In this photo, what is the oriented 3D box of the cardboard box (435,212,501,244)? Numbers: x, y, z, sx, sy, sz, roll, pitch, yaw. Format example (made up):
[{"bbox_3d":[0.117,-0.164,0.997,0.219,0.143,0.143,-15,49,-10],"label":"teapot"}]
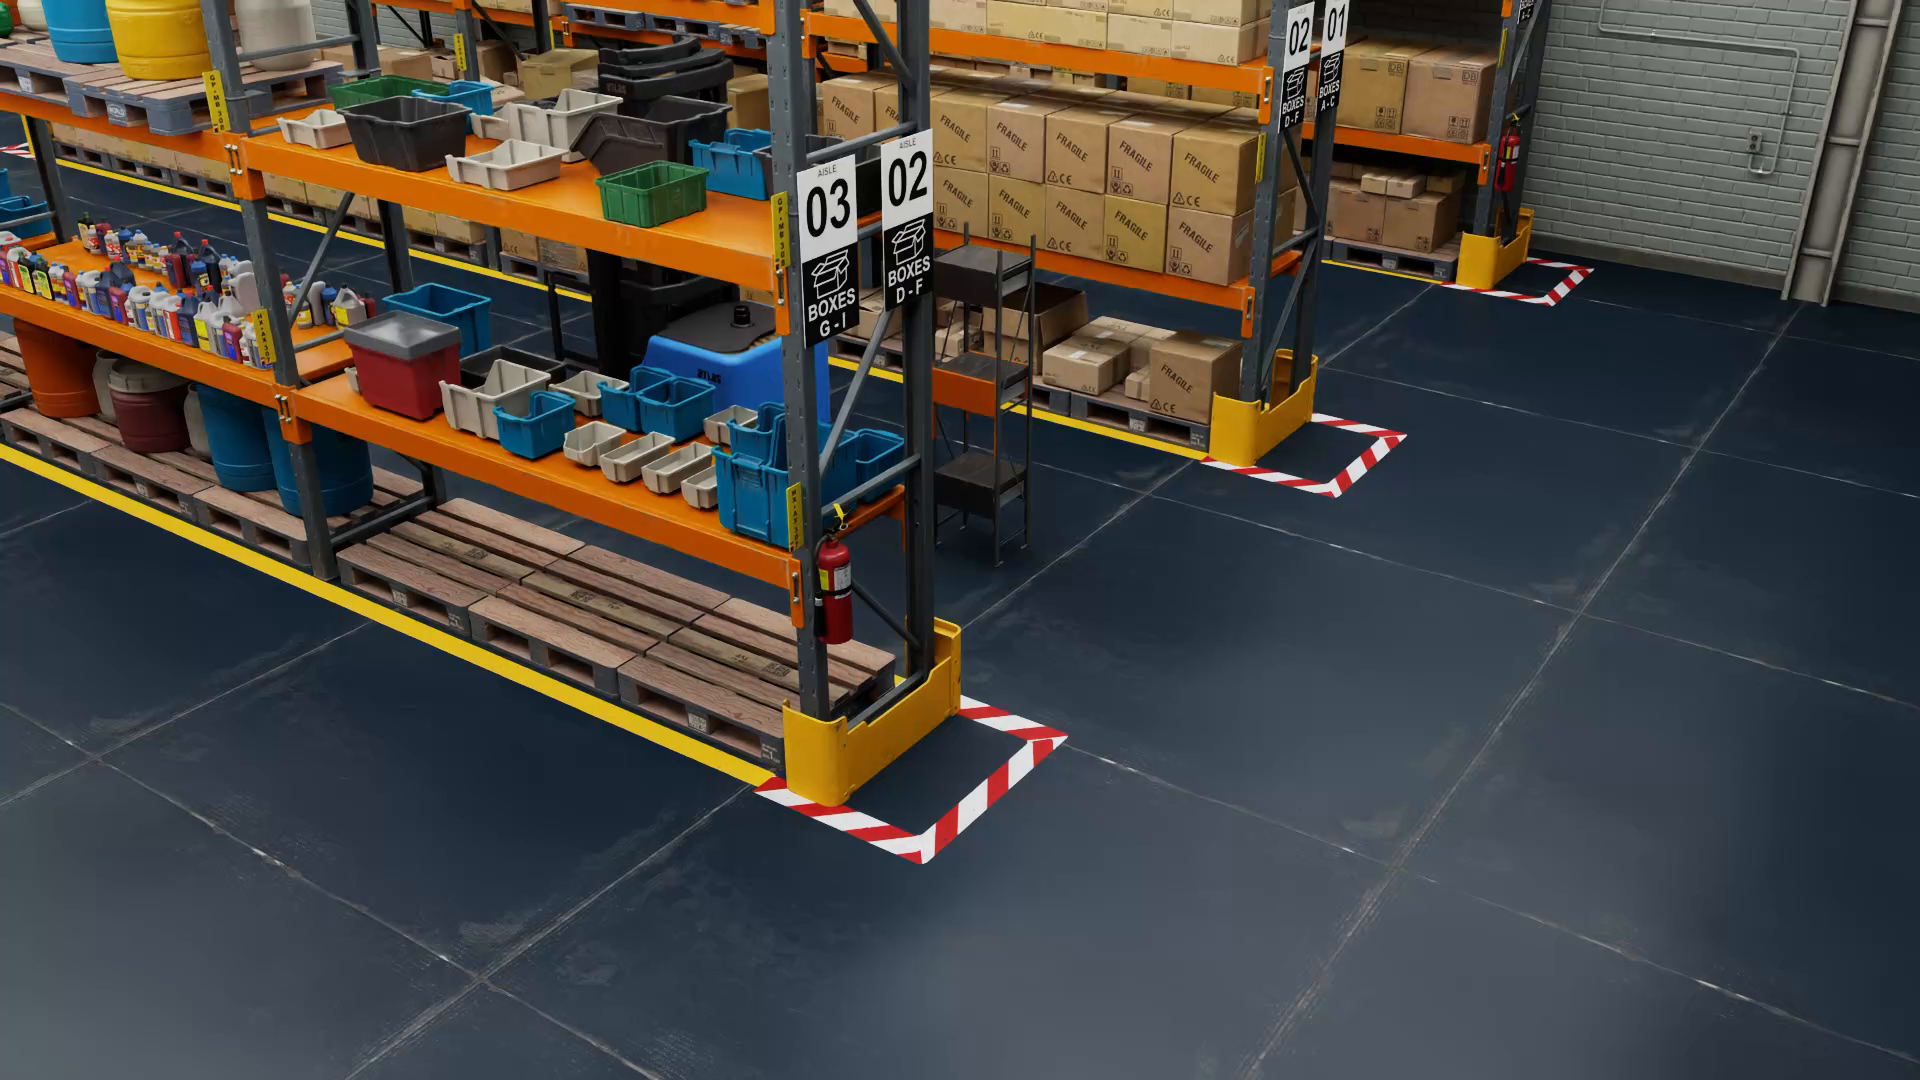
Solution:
[{"bbox_3d":[-4.828,-3.154,16.482,0.500,0.250,0.500,18,32,31],"label":"cardboard box"}]

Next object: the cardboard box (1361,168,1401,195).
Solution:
[{"bbox_3d":[4.086,-3.481,16.135,0.250,0.149,0.380,18,32,32],"label":"cardboard box"}]

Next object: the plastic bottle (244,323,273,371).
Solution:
[{"bbox_3d":[-4.274,-1.195,10.201,0.135,0.276,0.152,17,32,30],"label":"plastic bottle"}]

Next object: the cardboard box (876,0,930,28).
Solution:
[{"bbox_3d":[-0.288,-4.043,12.520,0.500,0.250,0.500,17,32,30],"label":"cardboard box"}]

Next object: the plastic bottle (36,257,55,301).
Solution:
[{"bbox_3d":[-6.234,-1.783,11.350,0.133,0.283,0.061,17,32,30],"label":"plastic bottle"}]

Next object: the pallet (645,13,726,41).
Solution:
[{"bbox_3d":[-3.109,-6.408,20.521,1.213,0.211,1.003,17,32,30],"label":"pallet"}]

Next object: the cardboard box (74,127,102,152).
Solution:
[{"bbox_3d":[-10.120,-4.816,19.749,0.500,0.250,0.500,17,32,30],"label":"cardboard box"}]

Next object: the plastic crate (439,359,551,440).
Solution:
[{"bbox_3d":[-2.612,-0.783,9.319,0.530,0.282,0.437,17,32,30],"label":"plastic crate"}]

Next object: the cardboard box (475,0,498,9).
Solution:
[{"bbox_3d":[-6.143,-7.233,22.072,0.500,0.250,0.500,17,32,30],"label":"cardboard box"}]

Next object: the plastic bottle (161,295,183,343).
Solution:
[{"bbox_3d":[-4.991,-1.418,10.640,0.135,0.276,0.152,17,32,30],"label":"plastic bottle"}]

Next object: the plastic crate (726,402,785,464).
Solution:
[{"bbox_3d":[-1.029,-0.550,8.917,0.300,0.233,0.416,17,32,30],"label":"plastic crate"}]

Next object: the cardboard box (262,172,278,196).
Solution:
[{"bbox_3d":[-7.361,-3.941,18.029,0.500,0.250,0.500,16,31,29],"label":"cardboard box"}]

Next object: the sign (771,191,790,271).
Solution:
[{"bbox_3d":[-0.767,-1.323,7.125,0.005,0.325,0.100,17,32,30],"label":"sign"}]

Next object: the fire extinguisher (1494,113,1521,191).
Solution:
[{"bbox_3d":[5.003,-3.535,15.159,0.183,0.674,0.296,17,32,30],"label":"fire extinguisher"}]

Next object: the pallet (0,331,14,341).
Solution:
[{"bbox_3d":[-8.682,-1.581,13.898,1.213,0.211,1.003,17,32,30],"label":"pallet"}]

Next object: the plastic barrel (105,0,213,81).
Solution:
[{"bbox_3d":[-4.634,-3.036,9.705,0.600,0.588,0.600,0,27,0],"label":"plastic barrel"}]

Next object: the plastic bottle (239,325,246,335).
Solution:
[{"bbox_3d":[-4.461,-1.238,10.369,0.097,0.201,0.097,0,27,0],"label":"plastic bottle"}]

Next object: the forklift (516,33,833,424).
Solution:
[{"bbox_3d":[-2.402,-2.119,11.957,3.031,2.935,1.130,19,32,32],"label":"forklift"}]

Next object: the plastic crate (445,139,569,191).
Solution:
[{"bbox_3d":[-2.313,-1.900,8.433,0.530,0.136,0.437,17,32,30],"label":"plastic crate"}]

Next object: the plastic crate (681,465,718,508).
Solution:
[{"bbox_3d":[-1.244,-0.294,8.518,0.243,0.136,0.396,17,32,30],"label":"plastic crate"}]

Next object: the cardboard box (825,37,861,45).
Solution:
[{"bbox_3d":[-1.199,-5.966,18.981,0.500,0.500,0.500,18,32,32],"label":"cardboard box"}]

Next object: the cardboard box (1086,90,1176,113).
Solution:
[{"bbox_3d":[1.277,-3.058,12.513,0.500,0.500,0.500,18,32,31],"label":"cardboard box"}]

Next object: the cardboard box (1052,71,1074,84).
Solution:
[{"bbox_3d":[1.182,-4.908,17.615,0.250,0.149,0.380,18,32,31],"label":"cardboard box"}]

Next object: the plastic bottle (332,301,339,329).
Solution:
[{"bbox_3d":[-4.043,-1.492,10.868,0.097,0.201,0.097,0,27,0],"label":"plastic bottle"}]

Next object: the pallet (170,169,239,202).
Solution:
[{"bbox_3d":[-8.185,-4.152,18.950,1.213,0.211,1.003,17,32,30],"label":"pallet"}]

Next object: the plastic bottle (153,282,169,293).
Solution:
[{"bbox_3d":[-5.238,-1.562,10.927,0.097,0.271,0.097,0,27,0],"label":"plastic bottle"}]

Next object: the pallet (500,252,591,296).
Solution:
[{"bbox_3d":[-3.662,-2.699,16.095,1.213,0.211,1.003,17,32,30],"label":"pallet"}]

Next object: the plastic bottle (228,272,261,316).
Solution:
[{"bbox_3d":[-4.782,-1.657,11.109,0.135,0.276,0.152,17,32,30],"label":"plastic bottle"}]

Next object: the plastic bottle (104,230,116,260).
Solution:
[{"bbox_3d":[-6.214,-2.168,12.197,0.097,0.201,0.097,0,27,0],"label":"plastic bottle"}]

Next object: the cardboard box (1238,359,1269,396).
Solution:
[{"bbox_3d":[2.188,-1.255,12.841,0.250,0.149,0.380,17,32,30],"label":"cardboard box"}]

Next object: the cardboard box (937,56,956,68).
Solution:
[{"bbox_3d":[-0.044,-5.337,18.458,0.250,0.149,0.380,18,32,31],"label":"cardboard box"}]

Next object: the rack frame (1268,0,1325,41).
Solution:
[{"bbox_3d":[2.338,-4.767,10.470,0.127,3.000,1.000,17,32,30],"label":"rack frame"}]

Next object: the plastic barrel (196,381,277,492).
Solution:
[{"bbox_3d":[-4.789,-0.850,11.237,0.708,0.901,0.600,17,32,30],"label":"plastic barrel"}]

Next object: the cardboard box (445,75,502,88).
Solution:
[{"bbox_3d":[-4.884,-4.410,16.481,0.500,0.311,0.500,17,31,30],"label":"cardboard box"}]

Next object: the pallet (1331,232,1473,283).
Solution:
[{"bbox_3d":[4.436,-2.880,16.450,1.213,0.211,1.003,17,32,30],"label":"pallet"}]

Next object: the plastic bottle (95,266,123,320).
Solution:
[{"bbox_3d":[-5.617,-1.644,11.002,0.185,0.351,0.144,17,32,30],"label":"plastic bottle"}]

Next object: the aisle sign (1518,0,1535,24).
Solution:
[{"bbox_3d":[5.029,-4.974,14.625,0.004,0.787,0.394,17,32,30],"label":"aisle sign"}]

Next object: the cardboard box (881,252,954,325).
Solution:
[{"bbox_3d":[-0.329,-2.162,14.237,0.500,0.500,0.500,17,32,30],"label":"cardboard box"}]

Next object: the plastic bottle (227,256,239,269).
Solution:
[{"bbox_3d":[-4.967,-1.811,11.417,0.097,0.271,0.097,0,27,0],"label":"plastic bottle"}]

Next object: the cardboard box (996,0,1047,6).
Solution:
[{"bbox_3d":[0.532,-4.007,11.897,0.500,0.250,0.500,17,32,30],"label":"cardboard box"}]

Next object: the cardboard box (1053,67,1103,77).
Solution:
[{"bbox_3d":[1.319,-5.184,17.443,0.500,0.500,0.500,17,31,30],"label":"cardboard box"}]

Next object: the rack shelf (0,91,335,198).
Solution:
[{"bbox_3d":[-5.415,-2.800,10.704,4.000,0.370,1.077,17,32,30],"label":"rack shelf"}]

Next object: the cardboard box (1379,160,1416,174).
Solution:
[{"bbox_3d":[4.304,-3.624,16.415,0.250,0.149,0.380,17,32,30],"label":"cardboard box"}]

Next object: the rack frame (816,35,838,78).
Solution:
[{"bbox_3d":[-1.455,-6.001,19.508,0.127,3.000,1.000,17,32,30],"label":"rack frame"}]

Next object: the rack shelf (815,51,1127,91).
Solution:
[{"bbox_3d":[0.194,-5.167,18.662,4.000,0.370,1.077,17,32,30],"label":"rack shelf"}]

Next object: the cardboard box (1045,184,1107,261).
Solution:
[{"bbox_3d":[0.977,-2.413,12.349,0.500,0.500,0.500,18,32,31],"label":"cardboard box"}]

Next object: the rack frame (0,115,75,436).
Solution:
[{"bbox_3d":[-7.064,-2.297,12.230,0.127,3.000,1.000,17,32,30],"label":"rack frame"}]

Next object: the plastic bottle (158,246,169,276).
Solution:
[{"bbox_3d":[-5.652,-1.993,11.853,0.097,0.201,0.097,0,27,0],"label":"plastic bottle"}]

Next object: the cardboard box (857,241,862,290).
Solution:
[{"bbox_3d":[-1.220,-2.418,14.739,0.500,0.500,0.500,16,31,28],"label":"cardboard box"}]

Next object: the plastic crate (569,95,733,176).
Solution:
[{"bbox_3d":[-1.573,-2.047,8.500,0.767,0.338,0.504,17,32,30],"label":"plastic crate"}]

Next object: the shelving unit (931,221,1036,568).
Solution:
[{"bbox_3d":[0.136,-0.893,10.464,0.503,2.100,0.431,17,32,30],"label":"shelving unit"}]

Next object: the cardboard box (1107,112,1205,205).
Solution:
[{"bbox_3d":[1.399,-2.725,11.858,0.500,0.500,0.500,18,32,32],"label":"cardboard box"}]

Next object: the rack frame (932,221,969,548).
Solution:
[{"bbox_3d":[-0.065,-0.956,10.587,0.015,2.100,0.400,17,32,30],"label":"rack frame"}]

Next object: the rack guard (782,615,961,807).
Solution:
[{"bbox_3d":[-0.442,0.873,8.758,0.348,0.500,1.175,17,32,30],"label":"rack guard"}]

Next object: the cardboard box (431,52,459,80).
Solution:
[{"bbox_3d":[-7.060,-6.695,23.352,0.500,0.311,0.500,20,33,34],"label":"cardboard box"}]

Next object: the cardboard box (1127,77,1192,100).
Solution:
[{"bbox_3d":[2.281,-4.962,17.136,0.700,0.700,0.980,18,32,31],"label":"cardboard box"}]

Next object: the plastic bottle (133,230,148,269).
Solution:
[{"bbox_3d":[-5.893,-2.100,11.984,0.097,0.271,0.097,0,27,0],"label":"plastic bottle"}]
